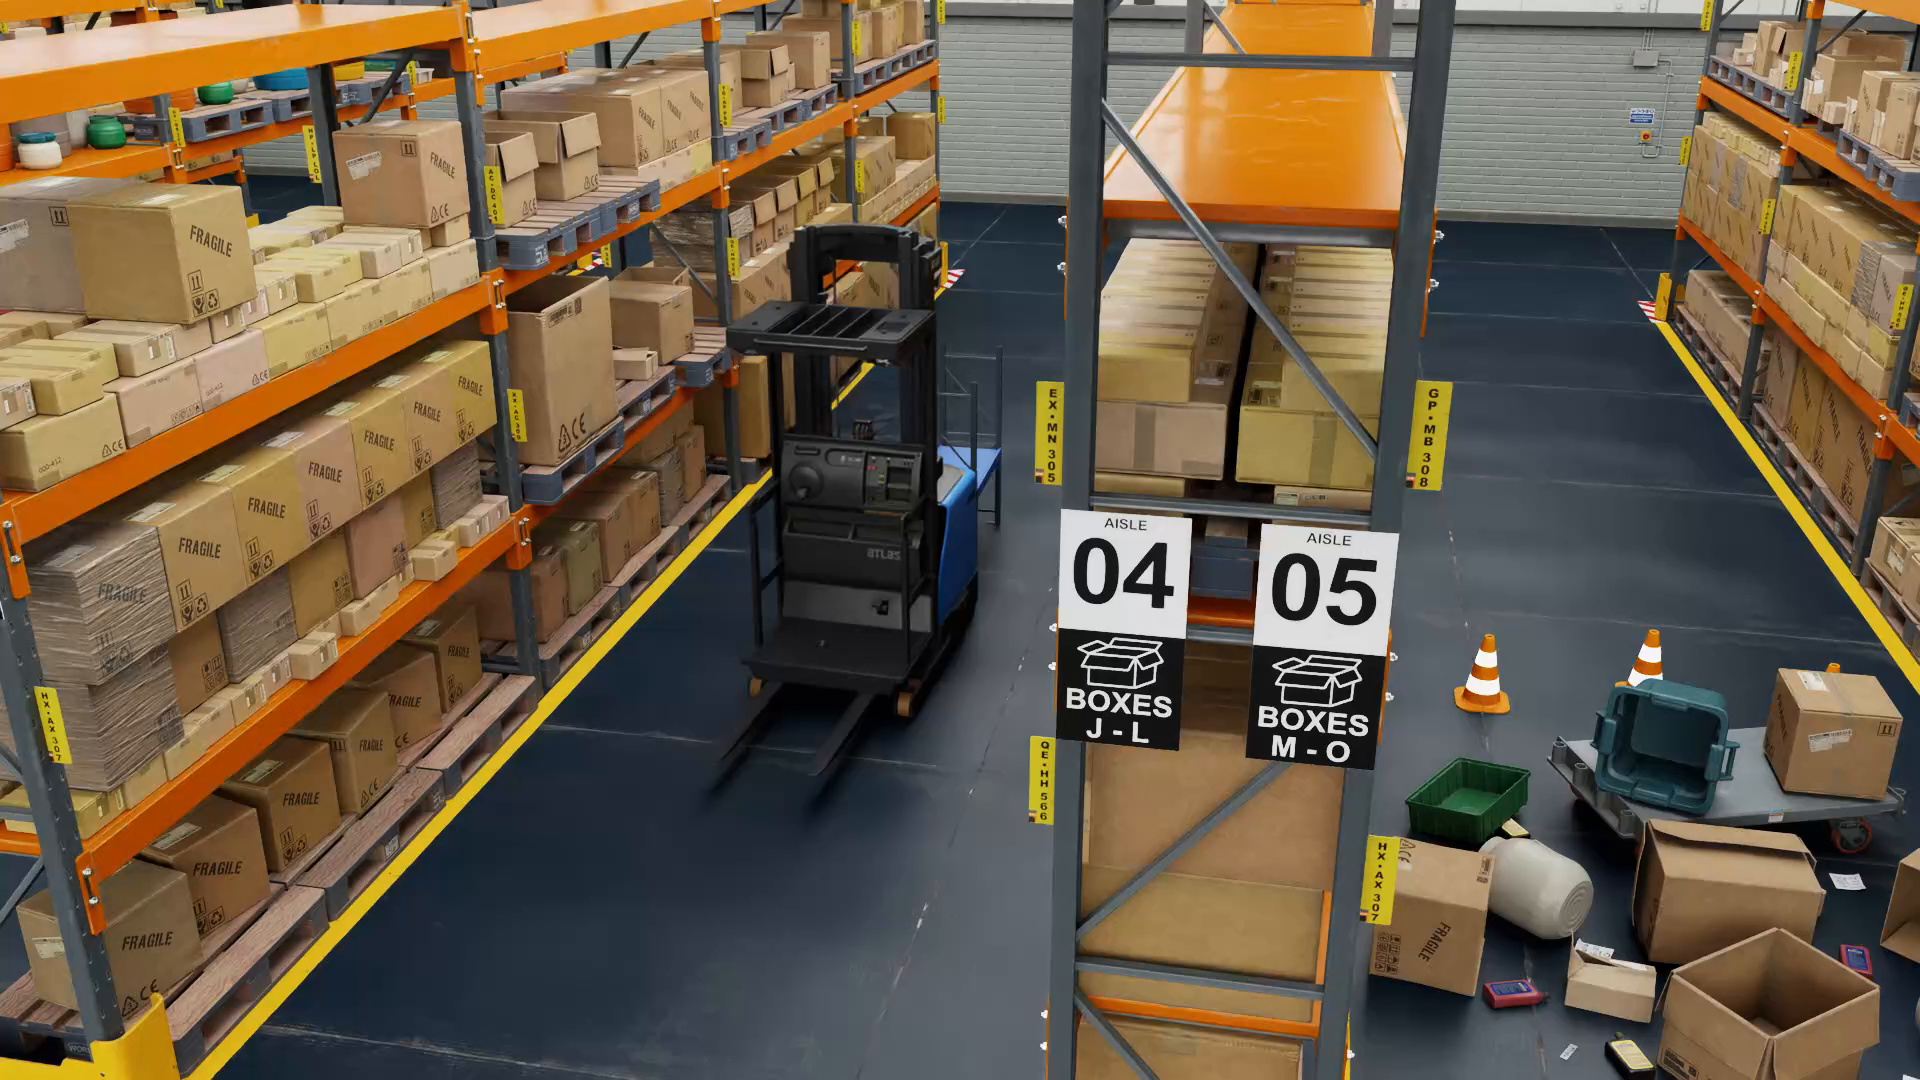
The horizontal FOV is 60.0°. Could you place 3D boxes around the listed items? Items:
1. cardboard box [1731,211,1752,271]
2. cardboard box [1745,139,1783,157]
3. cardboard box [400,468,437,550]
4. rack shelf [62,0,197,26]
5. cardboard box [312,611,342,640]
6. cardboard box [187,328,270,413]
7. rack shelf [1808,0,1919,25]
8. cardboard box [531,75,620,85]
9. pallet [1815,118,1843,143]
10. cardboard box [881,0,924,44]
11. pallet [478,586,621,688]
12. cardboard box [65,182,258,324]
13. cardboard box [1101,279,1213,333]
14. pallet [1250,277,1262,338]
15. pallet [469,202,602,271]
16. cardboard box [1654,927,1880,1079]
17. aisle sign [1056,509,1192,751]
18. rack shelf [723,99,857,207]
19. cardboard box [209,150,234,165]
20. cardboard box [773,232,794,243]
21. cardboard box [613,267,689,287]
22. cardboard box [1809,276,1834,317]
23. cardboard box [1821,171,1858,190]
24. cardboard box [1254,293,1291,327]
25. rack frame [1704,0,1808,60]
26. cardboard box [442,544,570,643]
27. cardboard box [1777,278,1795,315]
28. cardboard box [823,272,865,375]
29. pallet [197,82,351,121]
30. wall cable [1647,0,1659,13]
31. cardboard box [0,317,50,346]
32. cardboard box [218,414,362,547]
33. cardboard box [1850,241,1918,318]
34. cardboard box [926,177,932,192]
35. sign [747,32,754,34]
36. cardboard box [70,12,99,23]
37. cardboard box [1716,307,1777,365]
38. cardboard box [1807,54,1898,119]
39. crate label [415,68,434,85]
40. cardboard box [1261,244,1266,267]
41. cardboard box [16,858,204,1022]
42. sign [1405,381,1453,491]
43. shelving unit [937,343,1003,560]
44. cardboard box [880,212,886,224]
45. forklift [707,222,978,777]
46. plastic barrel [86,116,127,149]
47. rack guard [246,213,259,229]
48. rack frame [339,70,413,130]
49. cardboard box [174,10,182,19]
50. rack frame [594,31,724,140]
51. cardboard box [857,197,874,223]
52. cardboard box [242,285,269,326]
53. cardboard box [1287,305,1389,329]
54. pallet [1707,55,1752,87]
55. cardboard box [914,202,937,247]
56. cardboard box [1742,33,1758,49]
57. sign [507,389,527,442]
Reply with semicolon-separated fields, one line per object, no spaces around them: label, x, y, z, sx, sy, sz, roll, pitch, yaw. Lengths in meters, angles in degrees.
cardboard box;8.067;-2.982;16.610;0.500;0.500;0.500;4;22;10
cardboard box;8.197;-3.969;16.853;0.380;0.149;0.250;4;22;10
cardboard box;-3.500;-0.232;9.383;0.875;0.500;0.500;4;22;11
rack shelf;-6.835;-5.224;15.776;1.077;0.370;4.000;4;22;11
cardboard box;-3.414;0.463;8.526;0.380;0.149;0.250;4;22;11
cardboard box;-3.472;-0.773;7.444;0.500;0.250;0.500;4;22;11
rack shelf;7.715;-4.091;12.963;1.077;0.370;4.000;4;22;11
cardboard box;-2.850;-3.183;12.424;0.500;0.500;0.500;5;22;11
pallet;7.984;-3.522;14.324;0.805;0.209;1.217;4;22;9
cardboard box;-0.816;-6.261;20.040;0.700;0.500;0.500;3;22;8
pallet;-3.054;0.621;11.530;1.003;0.211;1.213;4;22;11
cardboard box;-3.460;-1.255;7.239;0.500;0.500;0.500;4;22;11
cardboard box;0.700;-0.825;5.944;0.380;0.149;0.250;5;22;12
pallet;1.447;-1.025;7.987;1.003;0.211;1.213;4;22;11
pallet;-2.981;-1.910;10.317;1.213;0.211;1.003;4;22;11
cardboard box;3.554;2.153;7.334;0.797;0.503;0.637;-11;25;-26
aisle sign;0.500;0.287;5.146;0.394;0.787;0.004;4;22;11
rack shelf;-1.987;-3.640;15.324;1.077;0.370;4.000;4;22;11
cardboard box;-10.284;-5.395;22.600;0.500;0.500;0.500;5;23;13
cardboard box;-1.721;-2.613;15.694;0.500;0.500;0.500;5;22;11
cardboard box;-2.466;-1.892;13.339;0.500;0.500;0.500;2;22;4
cardboard box;7.448;-2.021;13.888;0.500;0.250;0.500;4;22;9
cardboard box;8.457;-3.224;15.872;0.500;0.500;0.500;5;22;11
cardboard box;1.362;-0.738;6.263;0.500;0.250;0.500;4;22;10
rack frame;8.939;-6.804;18.202;1.000;3.000;0.127;4;22;11
cardboard box;-3.065;0.344;11.240;0.700;0.500;0.500;3;22;7
cardboard box;7.671;-2.159;14.899;0.500;0.250;0.500;4;22;10
cardboard box;-1.690;-2.287;17.300;1.225;0.875;0.875;5;22;11
pallet;-6.720;-4.286;16.218;1.003;0.211;1.213;4;22;11
wall cable;9.824;-8.906;23.421;0.463;3.000;0.029;4;22;11
cardboard box;-4.132;-0.846;7.090;0.380;0.149;0.250;5;22;11
cardboard box;-3.343;-0.302;8.219;0.500;0.500;0.500;4;22;11
cardboard box;7.253;-2.003;12.839;0.500;0.500;0.500;5;22;12
cardboard box;-0.564;-4.410;20.624;0.380;0.149;0.250;5;22;11
sign;-2.122;-5.024;16.998;0.100;0.325;0.005;4;22;11
cardboard box;-10.877;-6.508;20.010;0.700;0.500;0.500;4;22;11
cardboard box;8.538;-2.114;17.454;0.875;0.438;0.875;4;22;9
cardboard box;7.659;-3.891;14.288;0.500;0.500;0.500;4;22;10
crate label;-6.045;-5.117;18.383;0.293;0.136;0.466;4;22;11
cardboard box;1.250;-1.517;8.195;0.500;0.250;0.500;5;22;11
cardboard box;-3.883;1.812;7.622;0.500;0.500;0.500;9;24;21
sign;1.350;-0.299;4.790;0.100;0.325;0.005;4;22;11
shelving unit;-0.017;-0.664;12.996;0.538;1.500;1.048;4;22;11
cardboard box;-1.034;-3.569;18.536;0.380;0.149;0.250;4;22;9
forklift;-0.746;-0.393;10.406;1.130;2.935;3.031;6;23;14
plastic barrel;-7.244;-3.454;14.106;0.294;0.245;0.294;0;22;0
rack guard;-10.475;-4.346;23.475;1.175;0.500;0.348;4;22;11
rack frame;-6.427;-3.691;18.504;1.000;3.000;0.127;4;22;11
cardboard box;-10.416;-6.697;21.483;0.500;0.250;0.500;4;22;11
rack frame;-2.395;-4.634;12.814;1.000;3.000;0.127;4;22;11
cardboard box;-1.226;-3.534;17.916;0.500;0.250;0.500;4;22;10
cardboard box;-3.441;-1.083;7.679;0.380;0.149;0.250;4;22;10
cardboard box;1.291;-0.679;5.582;0.380;0.149;0.250;4;22;10
pallet;8.798;-5.099;18.104;1.003;0.211;1.213;4;22;11
cardboard box;-0.815;-3.746;20.921;0.875;0.875;0.875;4;22;11
cardboard box;8.935;-5.413;18.268;0.500;0.250;0.500;2;22;6
sign;-2.678;-0.751;10.044;0.100;0.325;0.005;4;22;11
